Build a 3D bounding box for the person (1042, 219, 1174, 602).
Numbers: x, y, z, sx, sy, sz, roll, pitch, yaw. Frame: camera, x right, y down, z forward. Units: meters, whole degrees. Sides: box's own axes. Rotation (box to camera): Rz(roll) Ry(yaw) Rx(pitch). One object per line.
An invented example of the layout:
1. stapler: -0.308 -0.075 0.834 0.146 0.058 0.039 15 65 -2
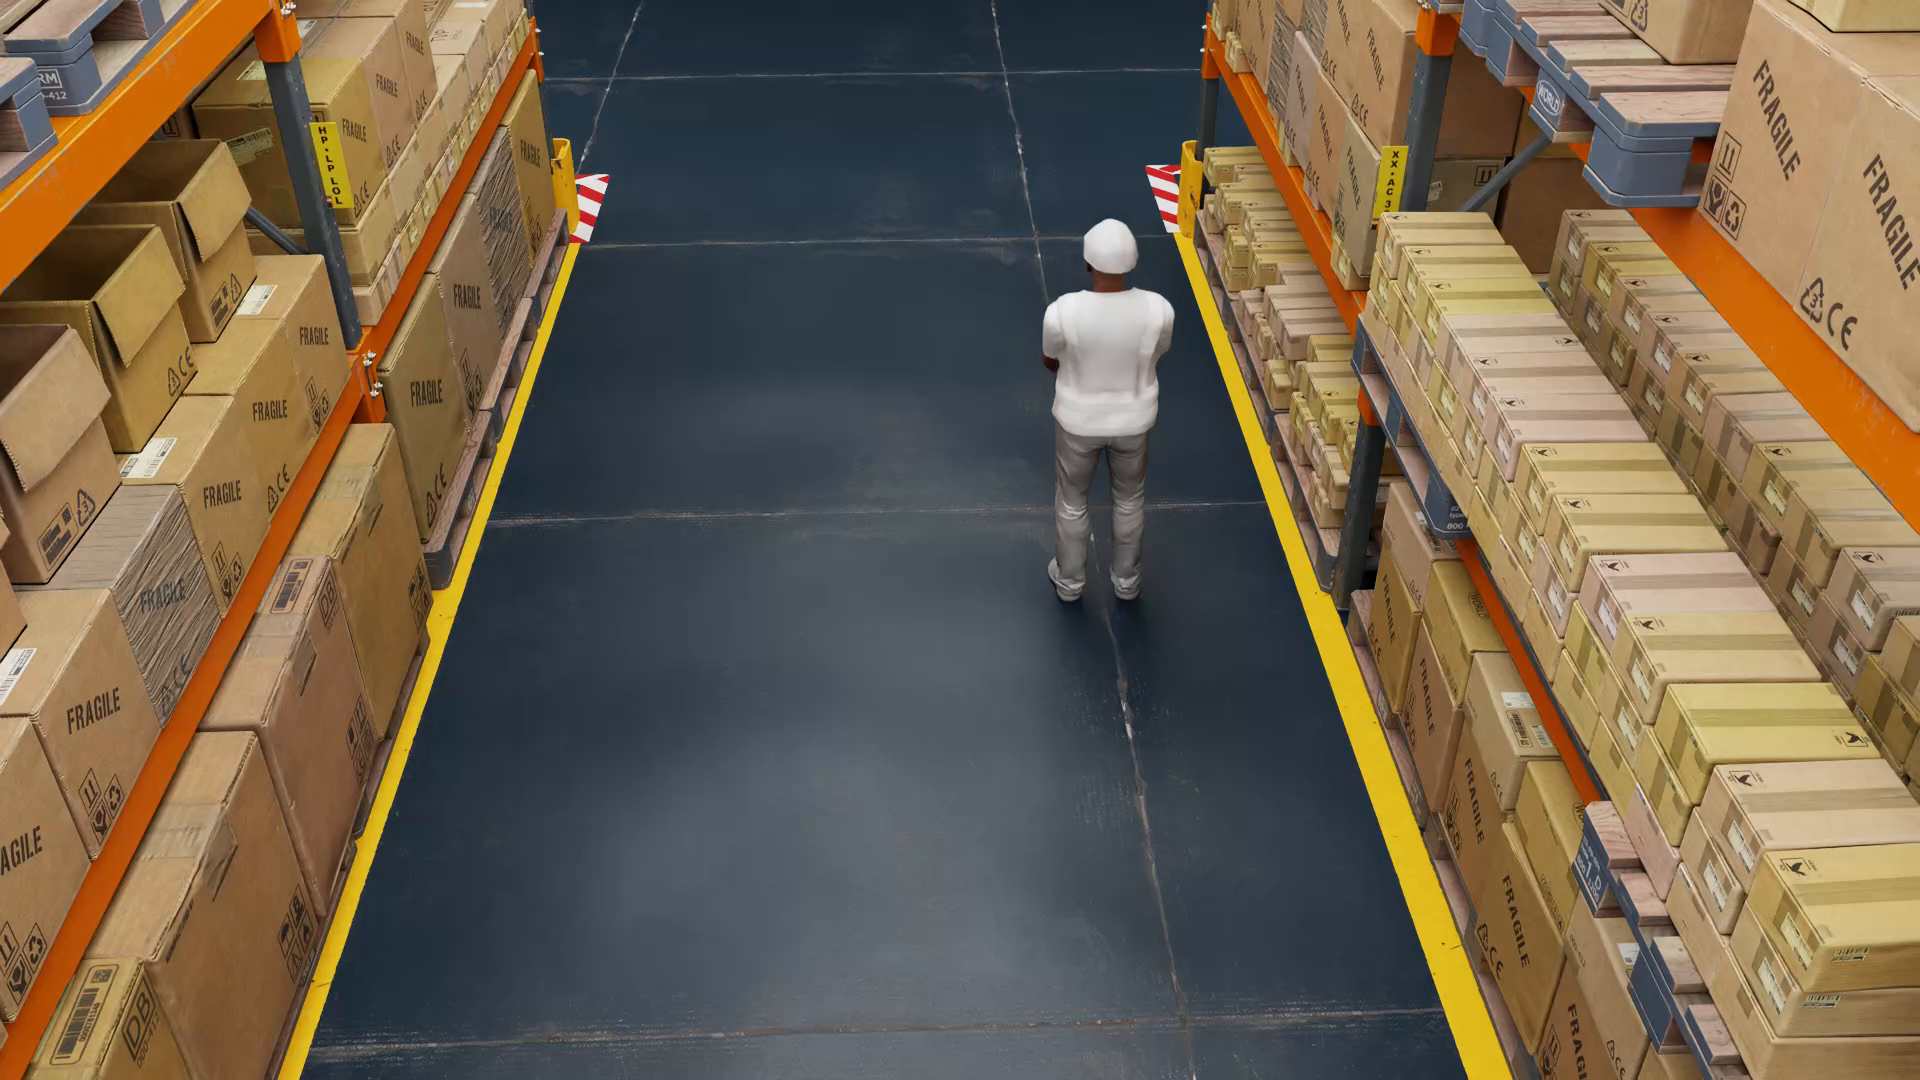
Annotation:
1. person: 0.582 -0.562 6.928 0.521 1.765 0.573 -2 35 -2
